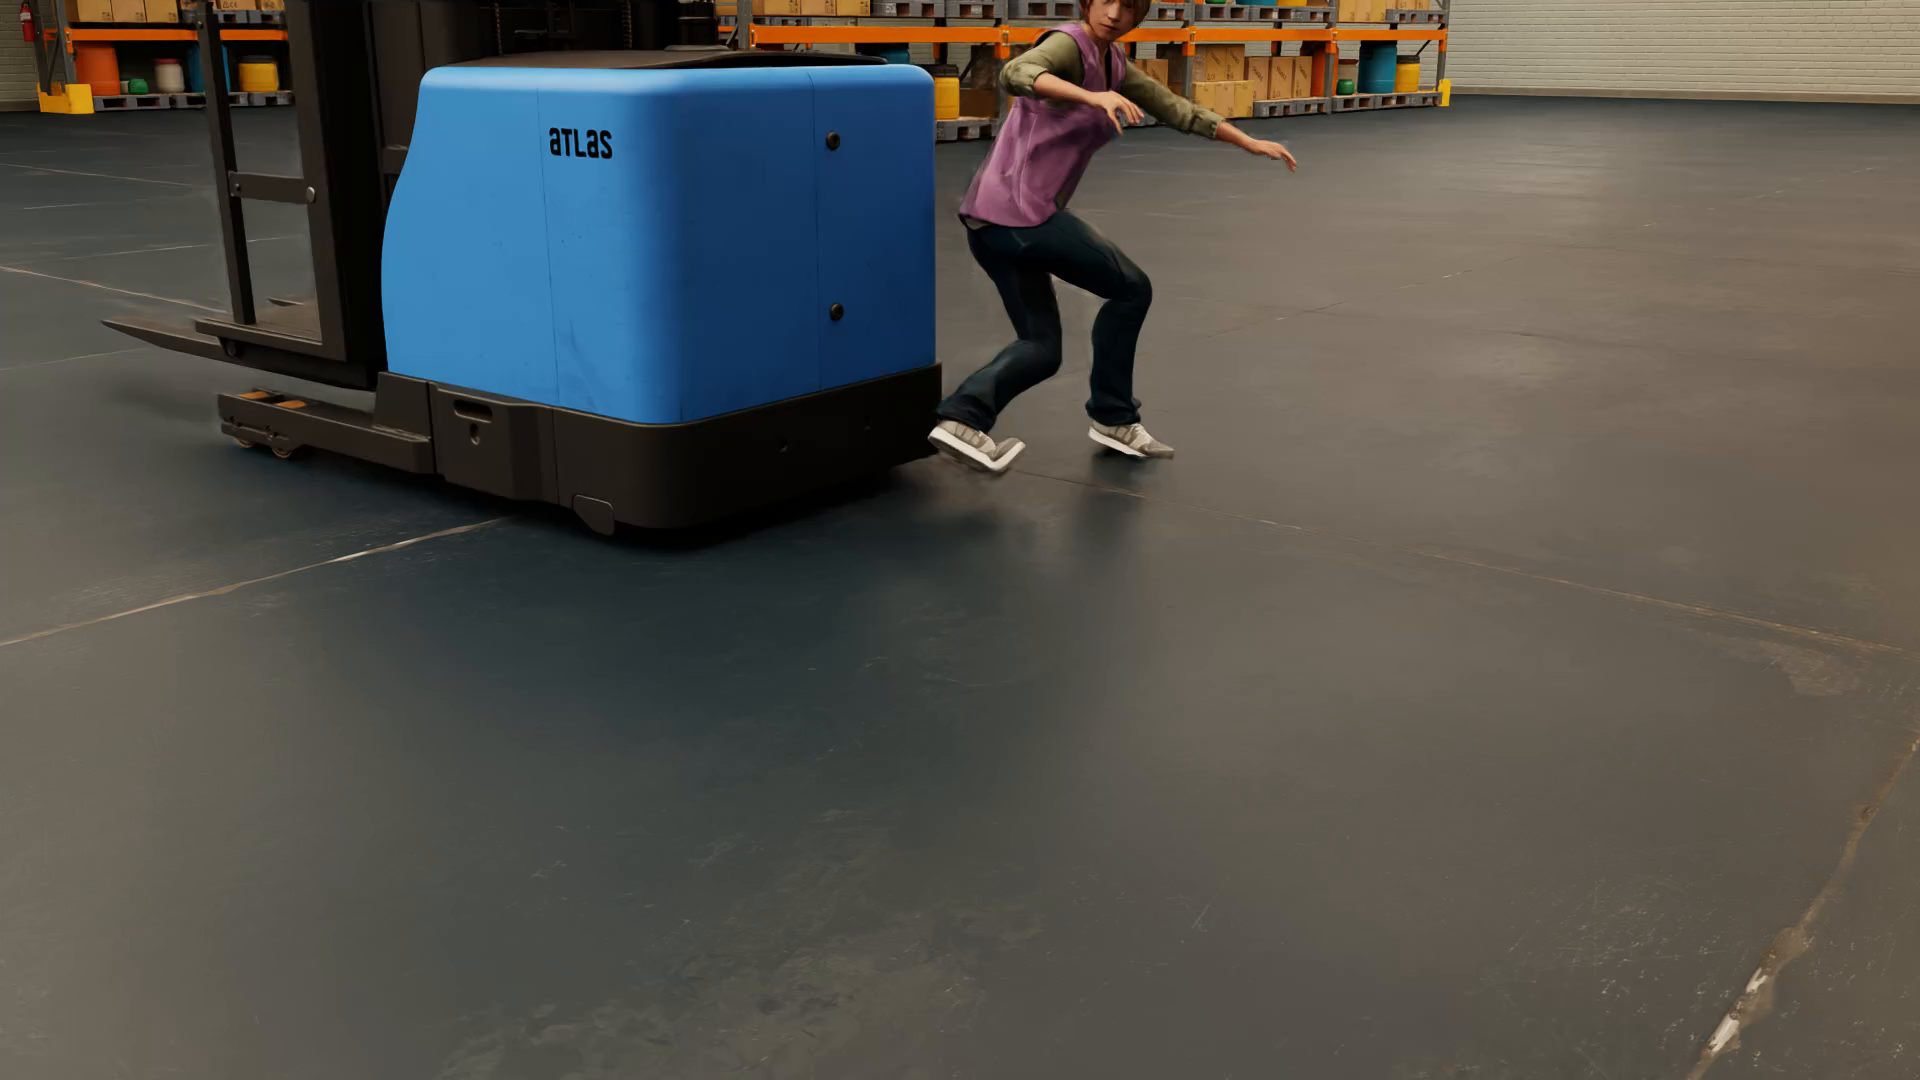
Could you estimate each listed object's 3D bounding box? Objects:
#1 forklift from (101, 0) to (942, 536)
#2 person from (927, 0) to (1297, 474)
[{"bbox_3d":[-1.518,-1.738,4.622,3.031,2.935,1.130,13,21,36],"label":"forklift"},{"bbox_3d":[0.411,-0.823,4.362,1.034,1.396,0.758,-2,17,-6],"label":"person"}]
